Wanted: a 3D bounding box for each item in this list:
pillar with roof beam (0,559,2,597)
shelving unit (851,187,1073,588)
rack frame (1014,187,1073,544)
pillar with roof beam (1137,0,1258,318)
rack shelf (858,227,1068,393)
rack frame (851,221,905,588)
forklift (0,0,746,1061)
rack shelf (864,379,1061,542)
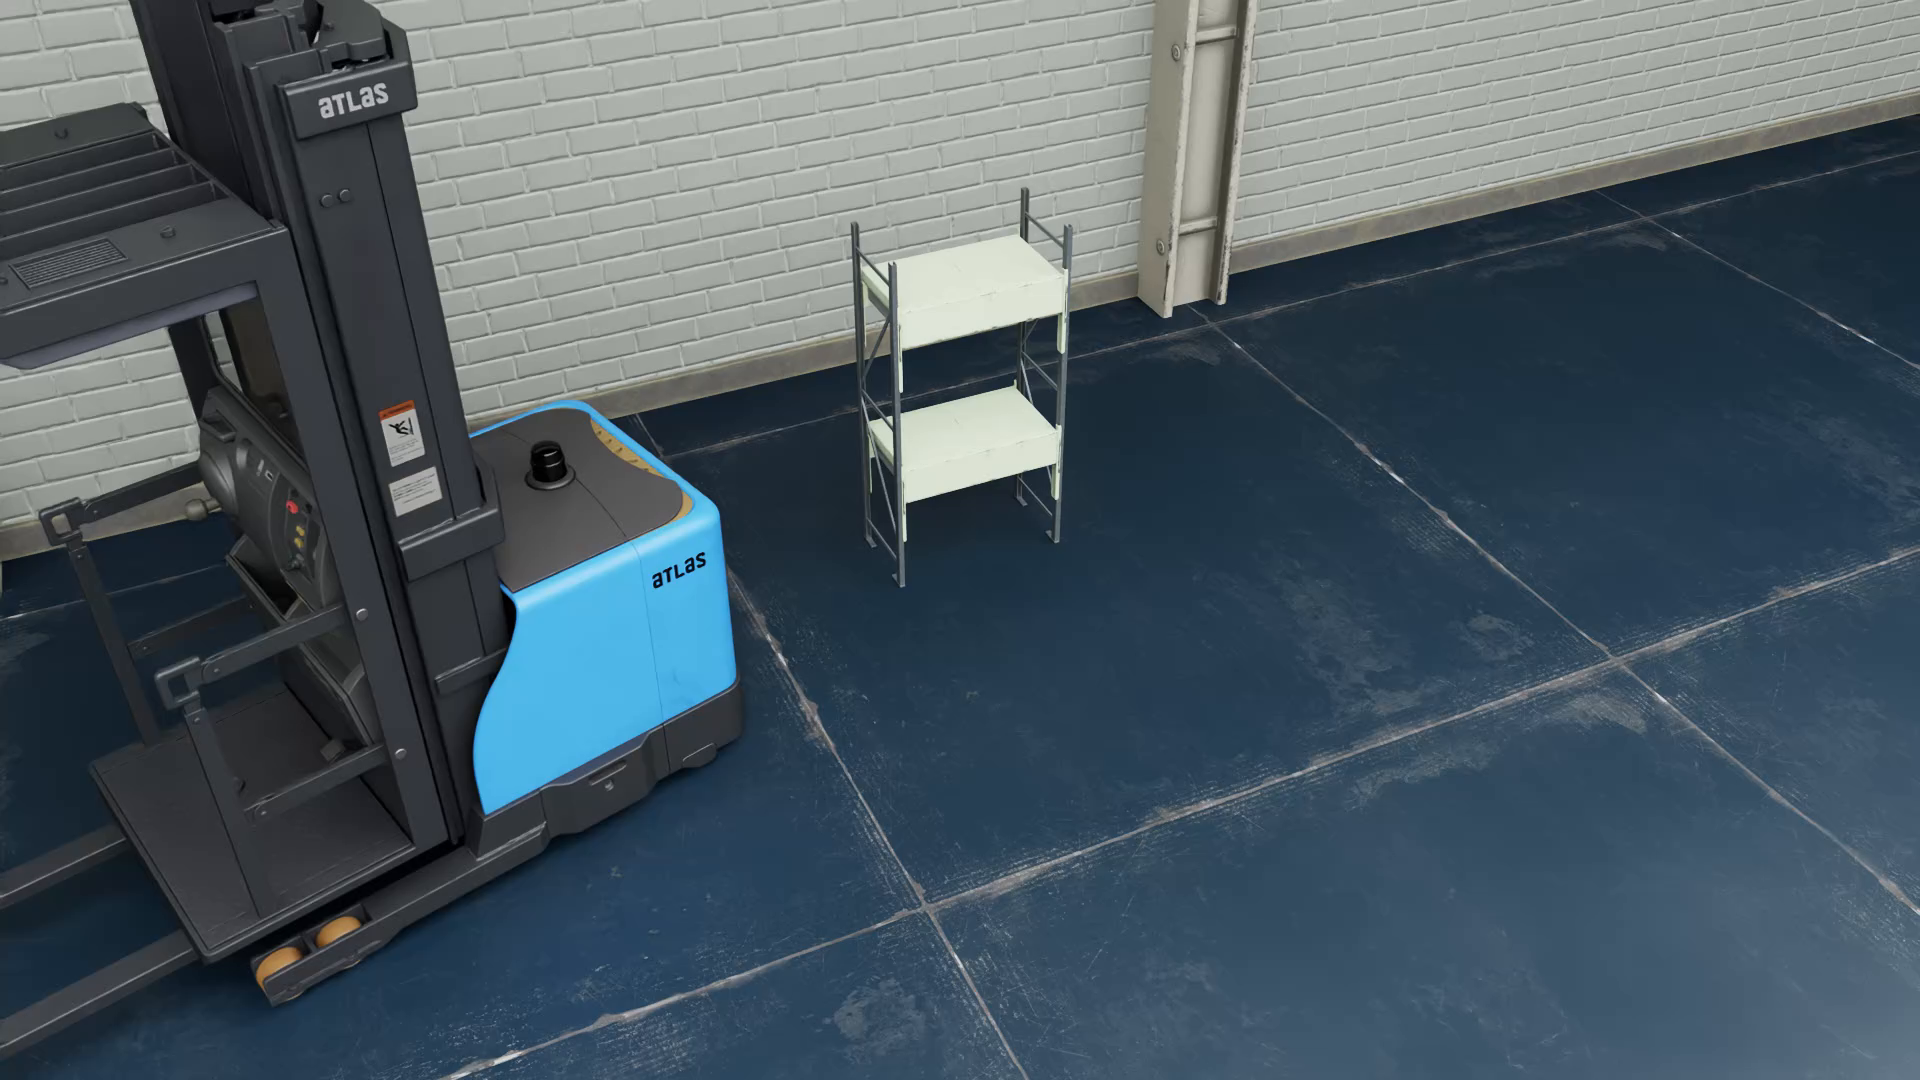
[{"bbox_3d":[-2.408,-1.086,1.161,0.400,9.000,9.100,-16,39,-20],"label":"pillar with roof beam"},{"bbox_3d":[0.006,-0.604,6.805,0.755,1.500,0.431,-16,39,-20],"label":"shelving unit"},{"bbox_3d":[0.337,-0.697,6.930,0.023,1.500,0.400,-16,39,-20],"label":"rack frame"},{"bbox_3d":[3.024,-2.605,3.208,0.400,9.000,9.100,-16,39,-20],"label":"pillar with roof beam"},{"bbox_3d":[0.006,-0.918,6.573,0.720,0.370,0.431,-16,39,-20],"label":"rack shelf"},{"bbox_3d":[-0.325,-0.511,6.681,0.023,1.500,0.400,-16,39,-20],"label":"rack frame"},{"bbox_3d":[-2.246,-0.072,4.886,3.031,2.935,1.130,-27,44,-32],"label":"forklift"},{"bbox_3d":[0.006,-0.342,7.000,0.720,0.370,0.431,-16,39,-20],"label":"rack shelf"}]
